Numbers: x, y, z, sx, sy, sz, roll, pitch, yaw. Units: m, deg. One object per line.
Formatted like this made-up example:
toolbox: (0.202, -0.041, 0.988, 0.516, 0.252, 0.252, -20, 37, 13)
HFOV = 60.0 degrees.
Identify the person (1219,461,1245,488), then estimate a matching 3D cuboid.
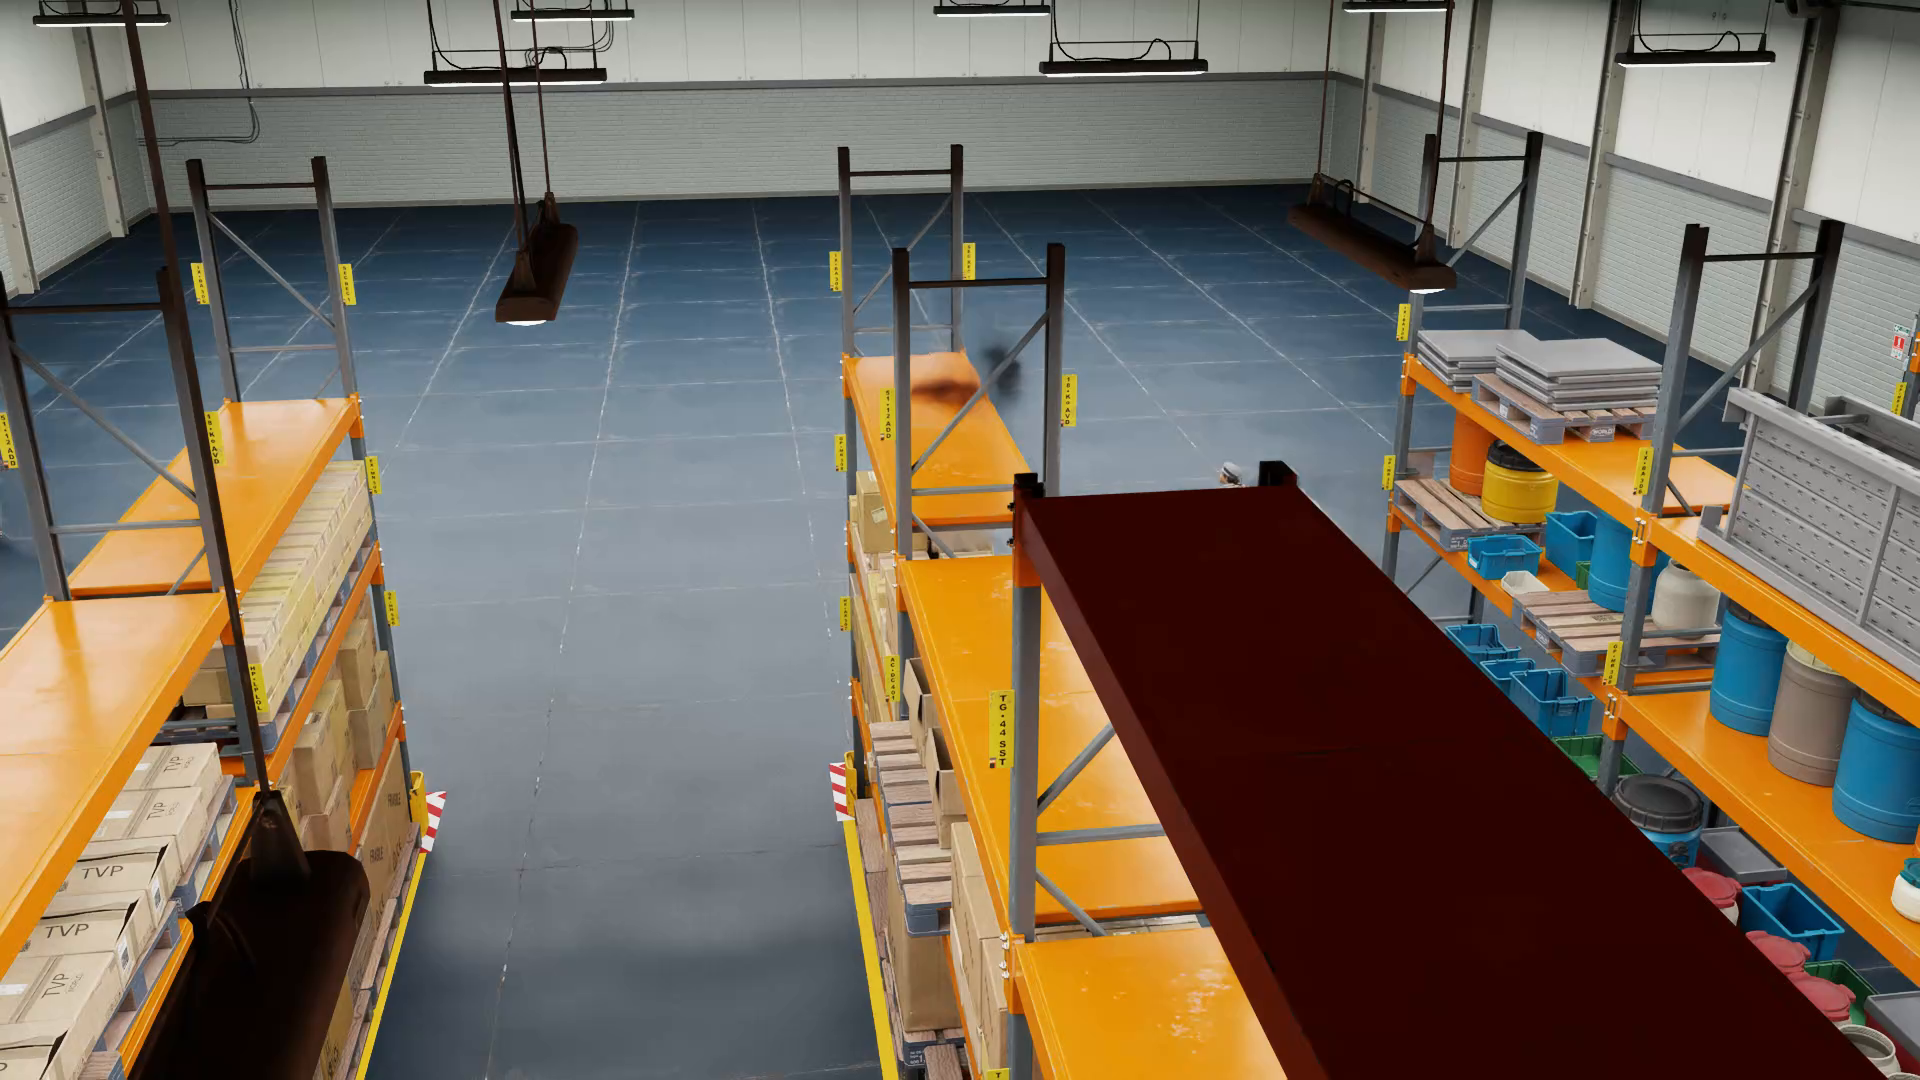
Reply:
person: (3.140, -0.093, 19.630, 0.695, 1.730, 0.581, 7, 23, 17)
